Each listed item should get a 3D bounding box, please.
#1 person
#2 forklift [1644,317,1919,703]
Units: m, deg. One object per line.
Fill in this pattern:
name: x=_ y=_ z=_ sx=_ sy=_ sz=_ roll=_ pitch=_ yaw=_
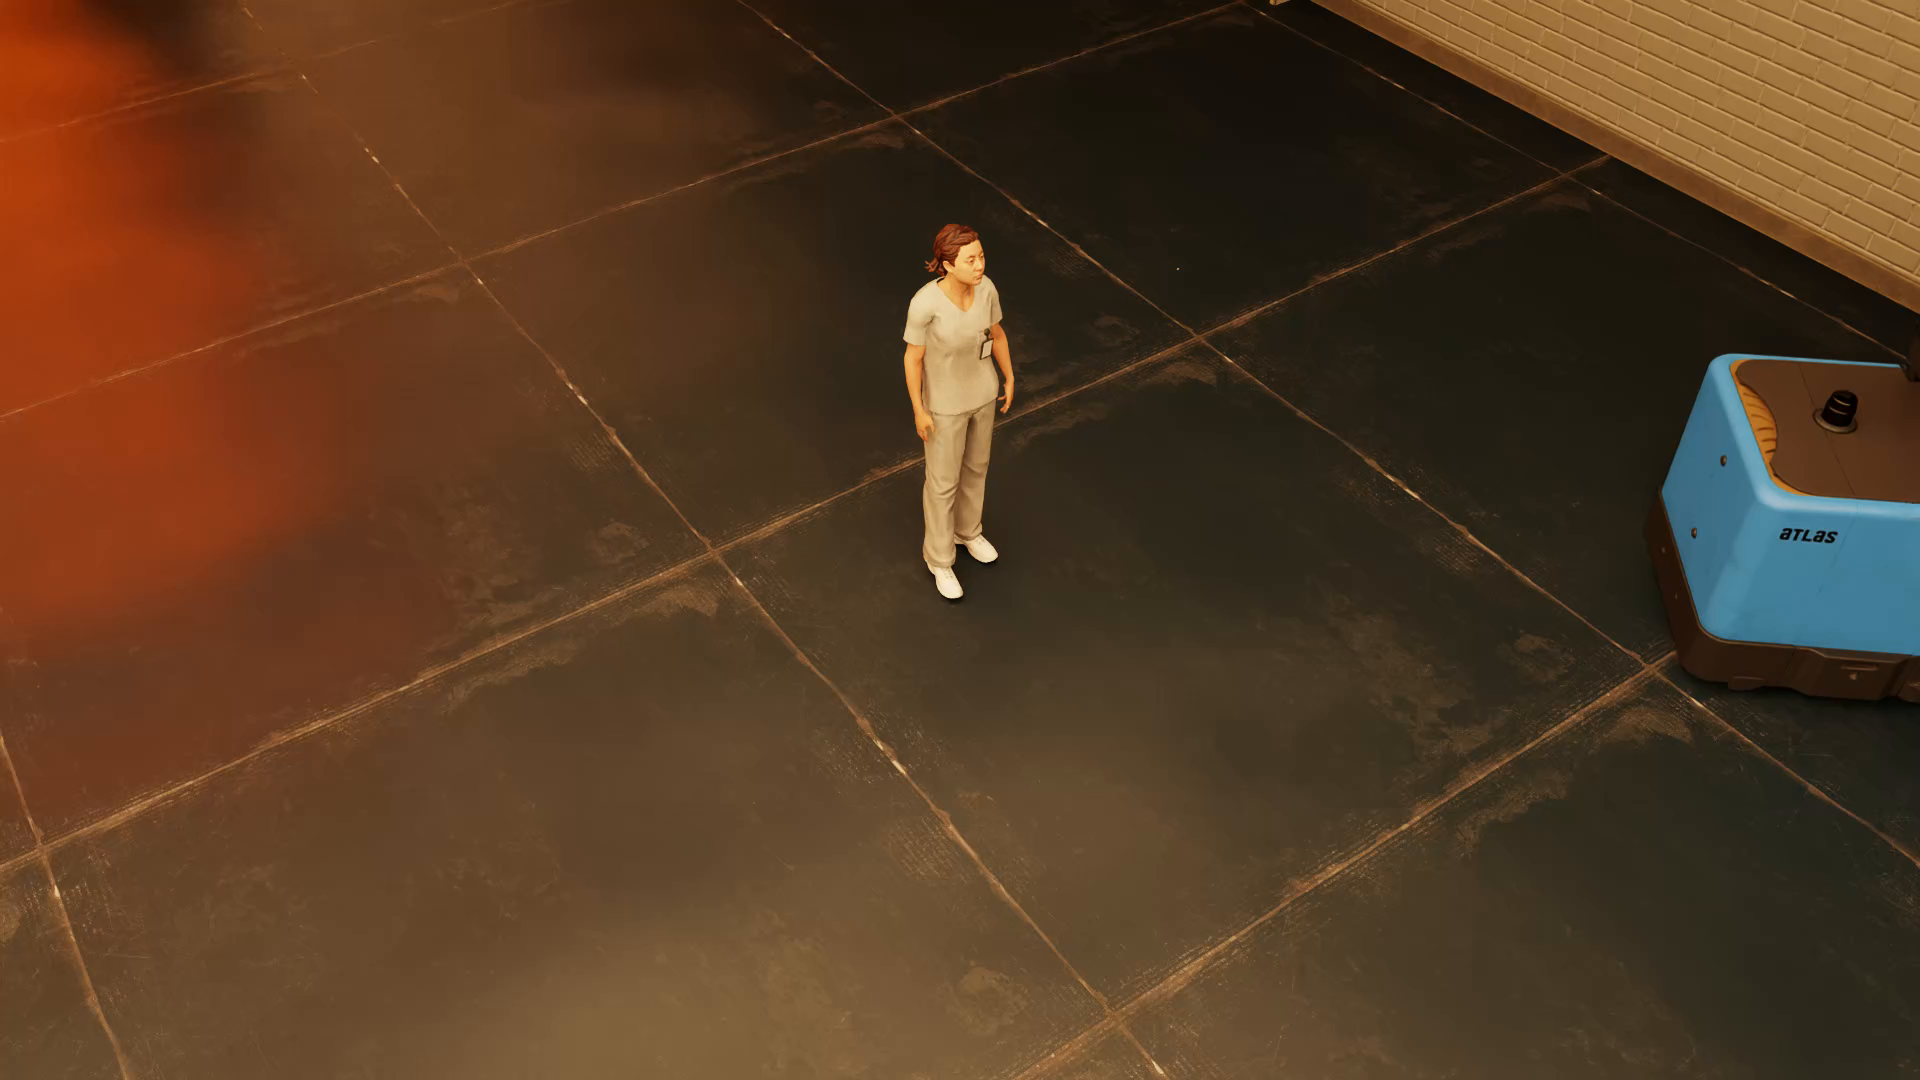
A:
person: x=0.031 y=-0.575 z=7.256 sx=0.550 sy=1.675 sz=0.549 roll=-25 pitch=48 yaw=-25
forklift: x=4.673 y=-0.665 z=6.437 sx=3.031 sy=2.935 sz=1.130 roll=4 pitch=43 yaw=5
